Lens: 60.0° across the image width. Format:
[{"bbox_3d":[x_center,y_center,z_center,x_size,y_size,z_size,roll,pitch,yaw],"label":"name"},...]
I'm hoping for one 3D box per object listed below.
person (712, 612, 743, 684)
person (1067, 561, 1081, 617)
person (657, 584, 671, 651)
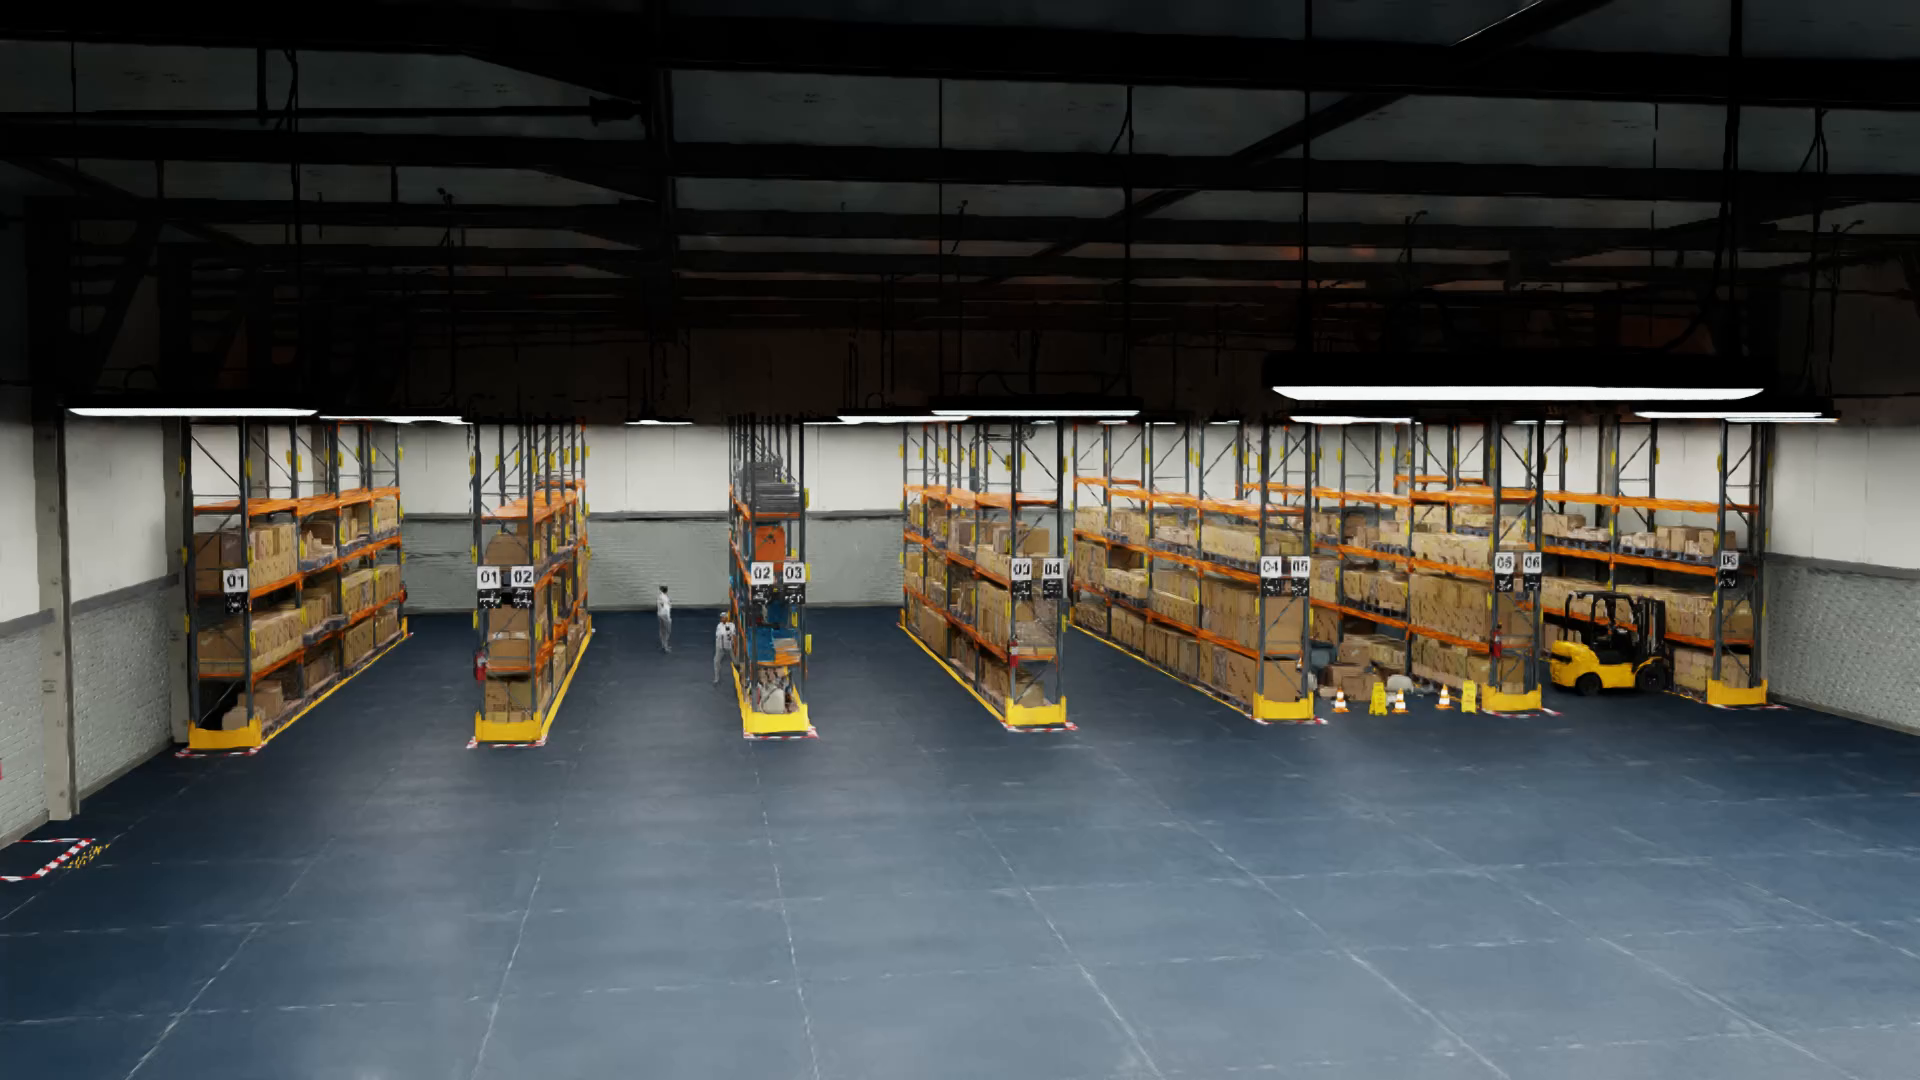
[{"bbox_3d":[-5.203,2.389,37.233,0.540,1.598,0.945,1,4,11],"label":"person"},{"bbox_3d":[3.469,1.443,49.730,0.513,1.768,0.705,-4,5,-43],"label":"person"},{"bbox_3d":[-7.592,2.001,42.786,0.362,1.726,0.538,-3,5,-35],"label":"person"}]
